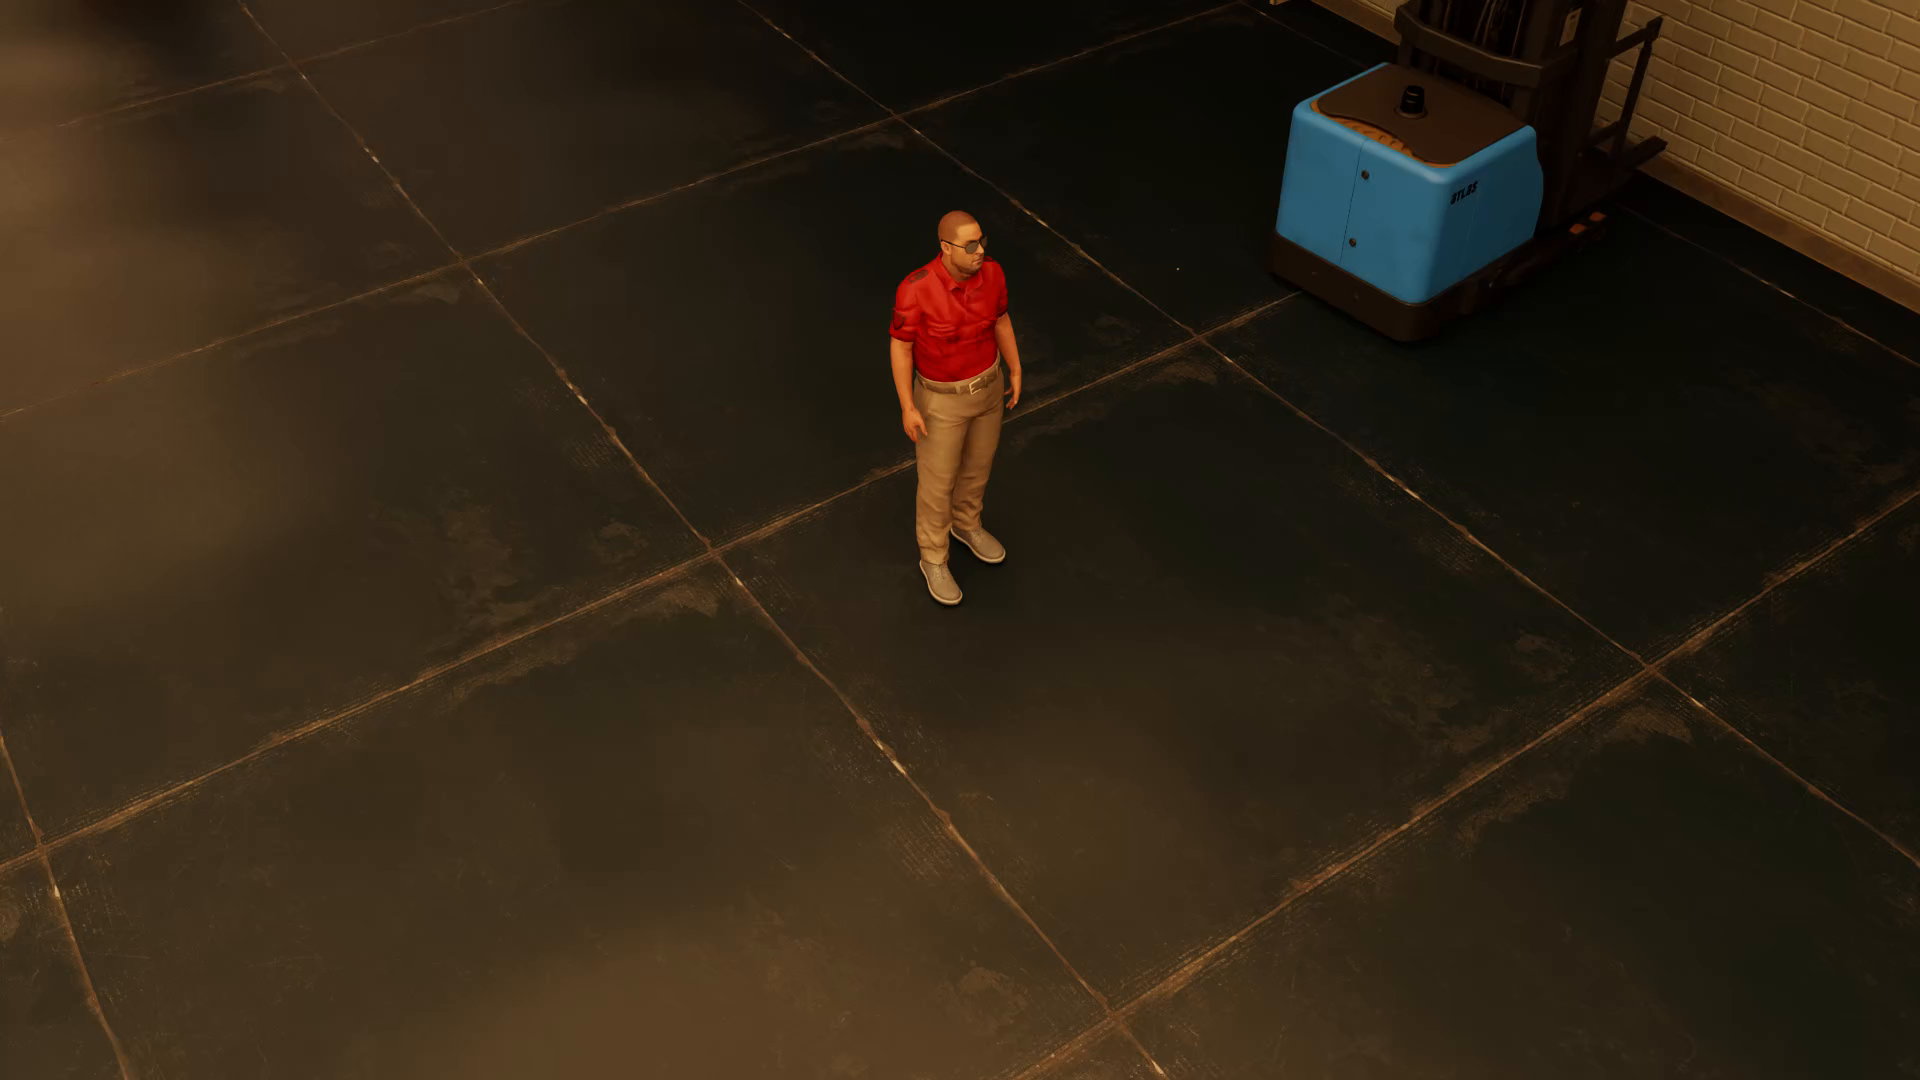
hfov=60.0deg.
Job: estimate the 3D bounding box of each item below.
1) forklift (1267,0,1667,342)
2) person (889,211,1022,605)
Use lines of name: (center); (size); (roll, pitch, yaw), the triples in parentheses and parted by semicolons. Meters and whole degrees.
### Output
forklift: (3.195, -2.995, 8.965); (3.031, 2.935, 1.130); (-30, 51, -29)
person: (0.042, -0.587, 7.228); (0.641, 1.728, 0.550); (-25, 48, -25)
